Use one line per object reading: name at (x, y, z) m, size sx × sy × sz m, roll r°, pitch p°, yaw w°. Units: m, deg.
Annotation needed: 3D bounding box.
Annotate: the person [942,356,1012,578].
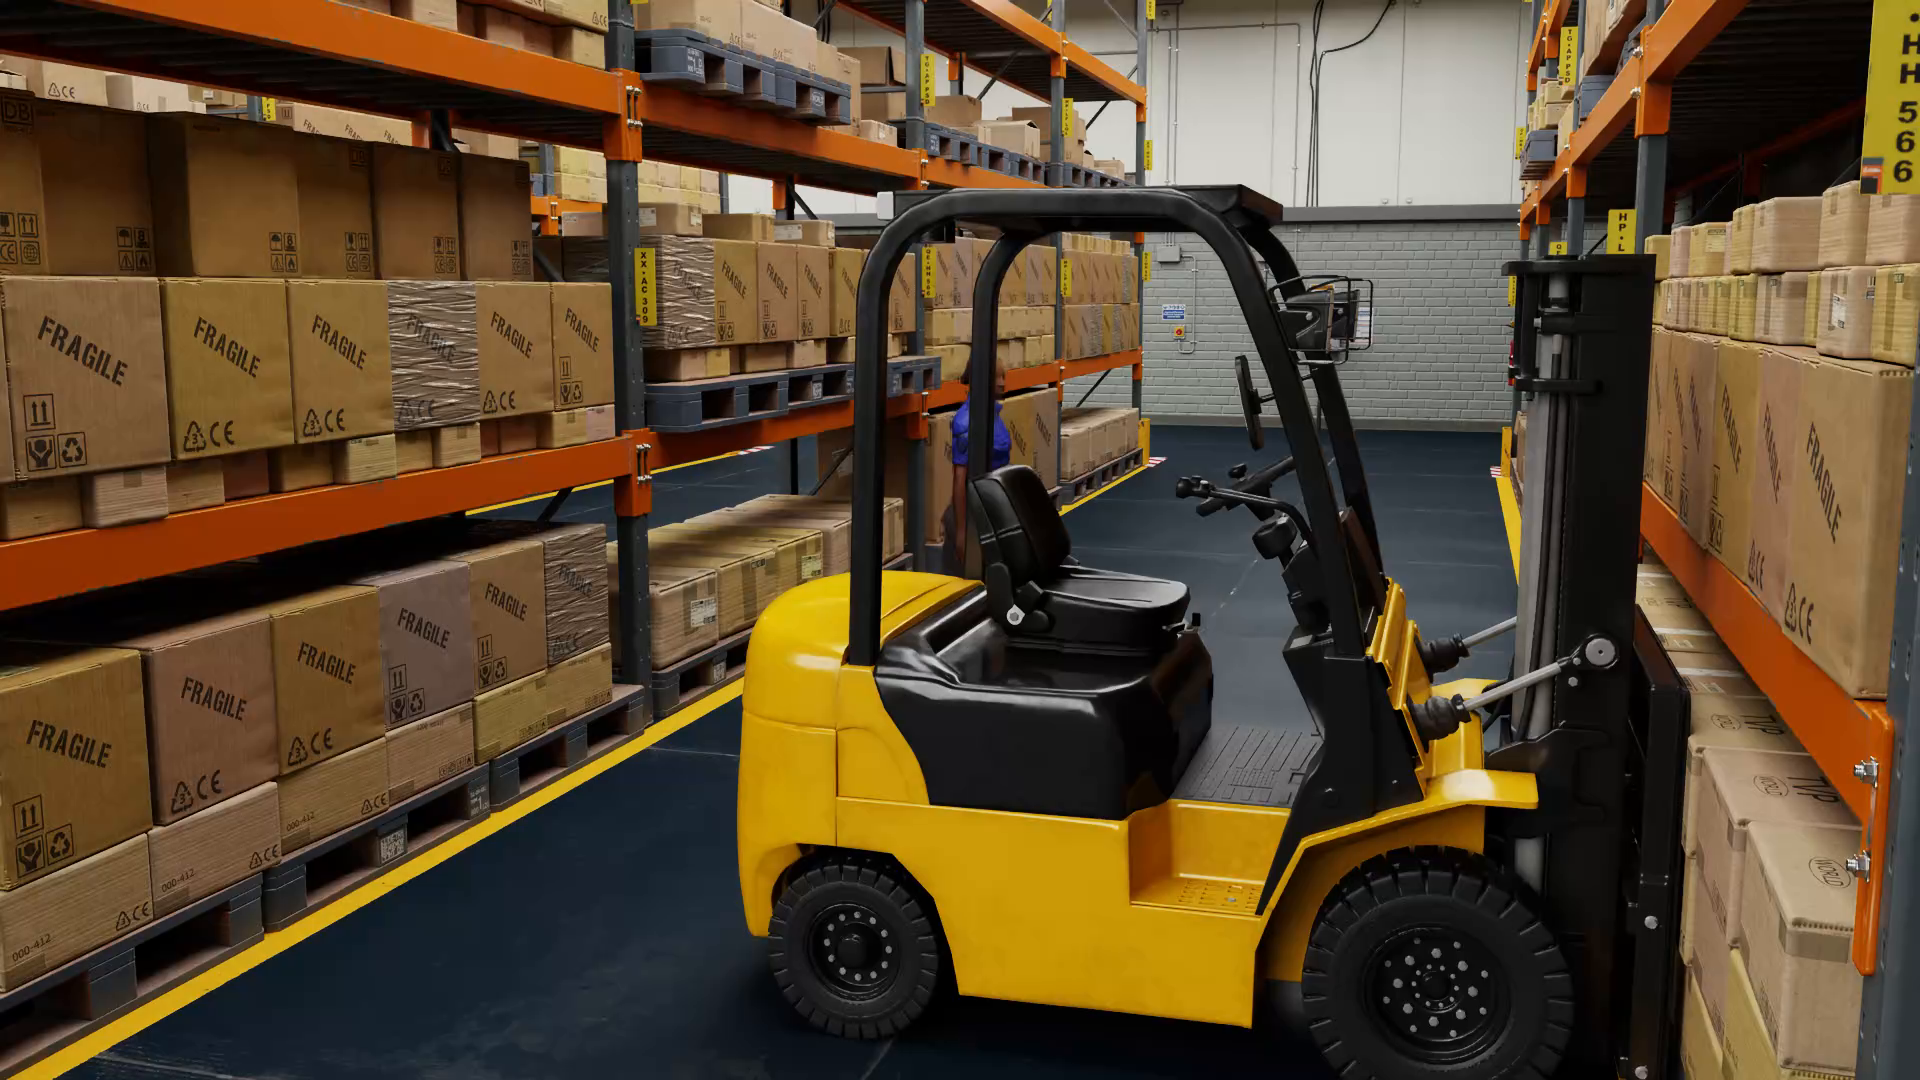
person at (0.046, -0.095, 8.003) m, size 0.588 × 1.641 × 0.510 m, roll 1°, pitch 9°, yaw 8°
